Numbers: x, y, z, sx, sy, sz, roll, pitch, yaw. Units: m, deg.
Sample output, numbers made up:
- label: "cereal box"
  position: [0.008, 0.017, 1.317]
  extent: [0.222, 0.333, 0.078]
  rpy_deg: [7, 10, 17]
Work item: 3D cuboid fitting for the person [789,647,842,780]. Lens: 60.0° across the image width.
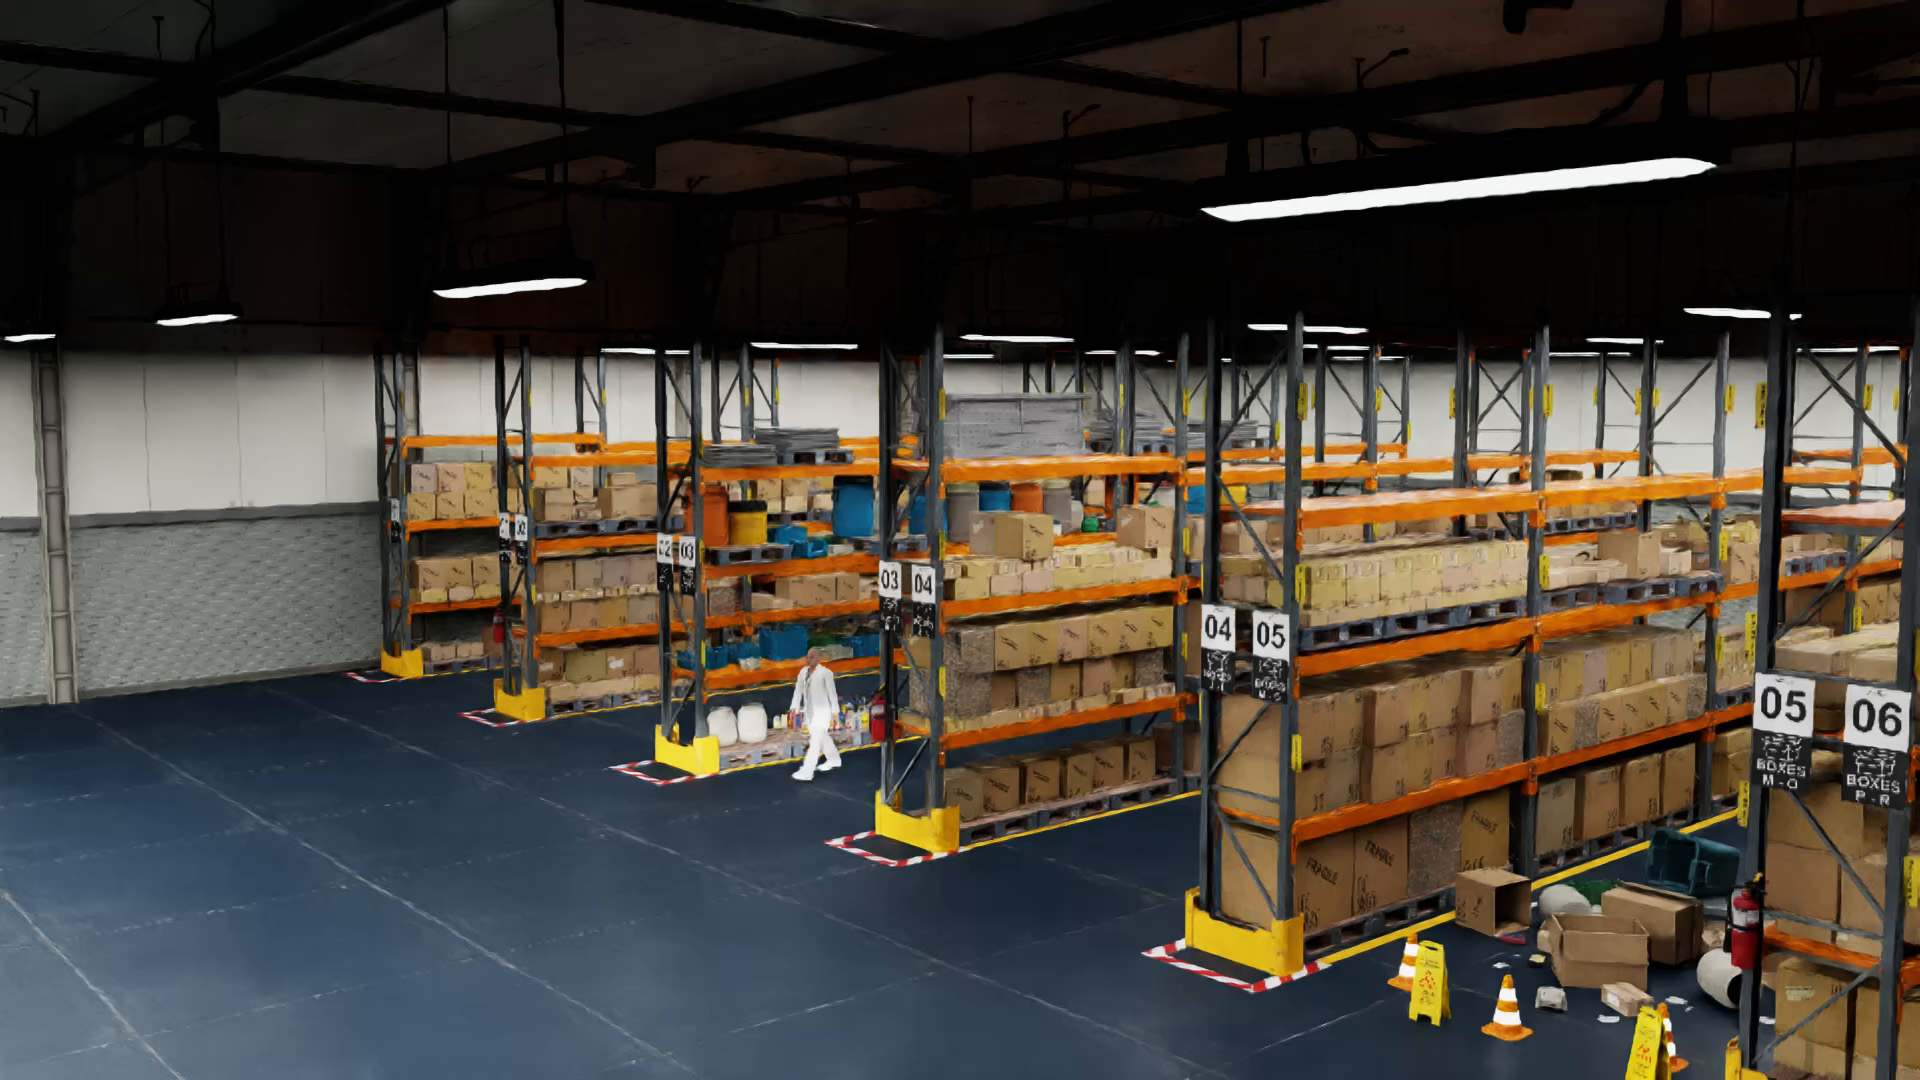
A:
- label: "person"
  position: [-1.949, 2.280, 22.122]
  extent: [0.580, 1.715, 1.085]
  rpy_deg: [5, 7, 41]
